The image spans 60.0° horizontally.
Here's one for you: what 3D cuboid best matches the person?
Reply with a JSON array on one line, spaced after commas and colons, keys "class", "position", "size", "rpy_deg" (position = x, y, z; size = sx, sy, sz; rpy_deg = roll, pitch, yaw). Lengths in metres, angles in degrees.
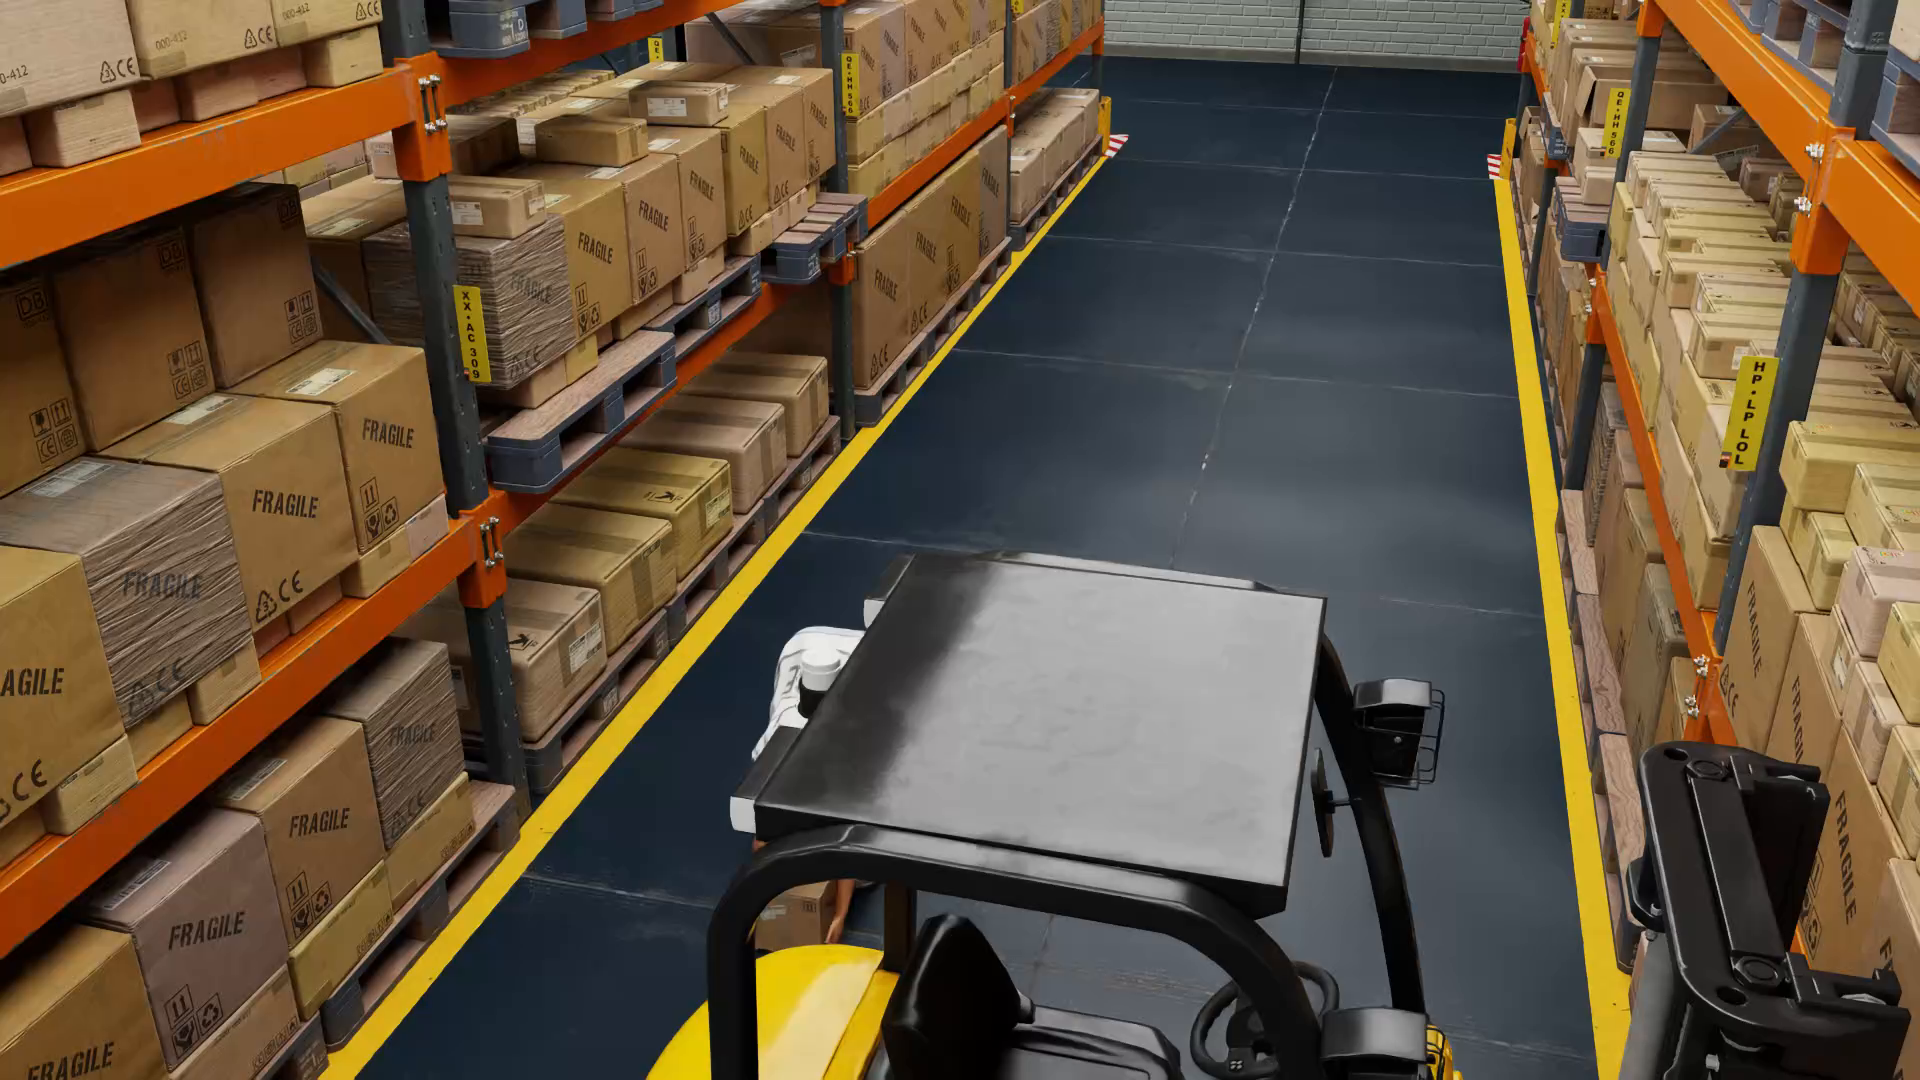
[{"class": "person", "position": [-0.473, 0.827, 5.799], "size": [0.502, 0.875, 0.937], "rpy_deg": [5, 26, 11]}]
